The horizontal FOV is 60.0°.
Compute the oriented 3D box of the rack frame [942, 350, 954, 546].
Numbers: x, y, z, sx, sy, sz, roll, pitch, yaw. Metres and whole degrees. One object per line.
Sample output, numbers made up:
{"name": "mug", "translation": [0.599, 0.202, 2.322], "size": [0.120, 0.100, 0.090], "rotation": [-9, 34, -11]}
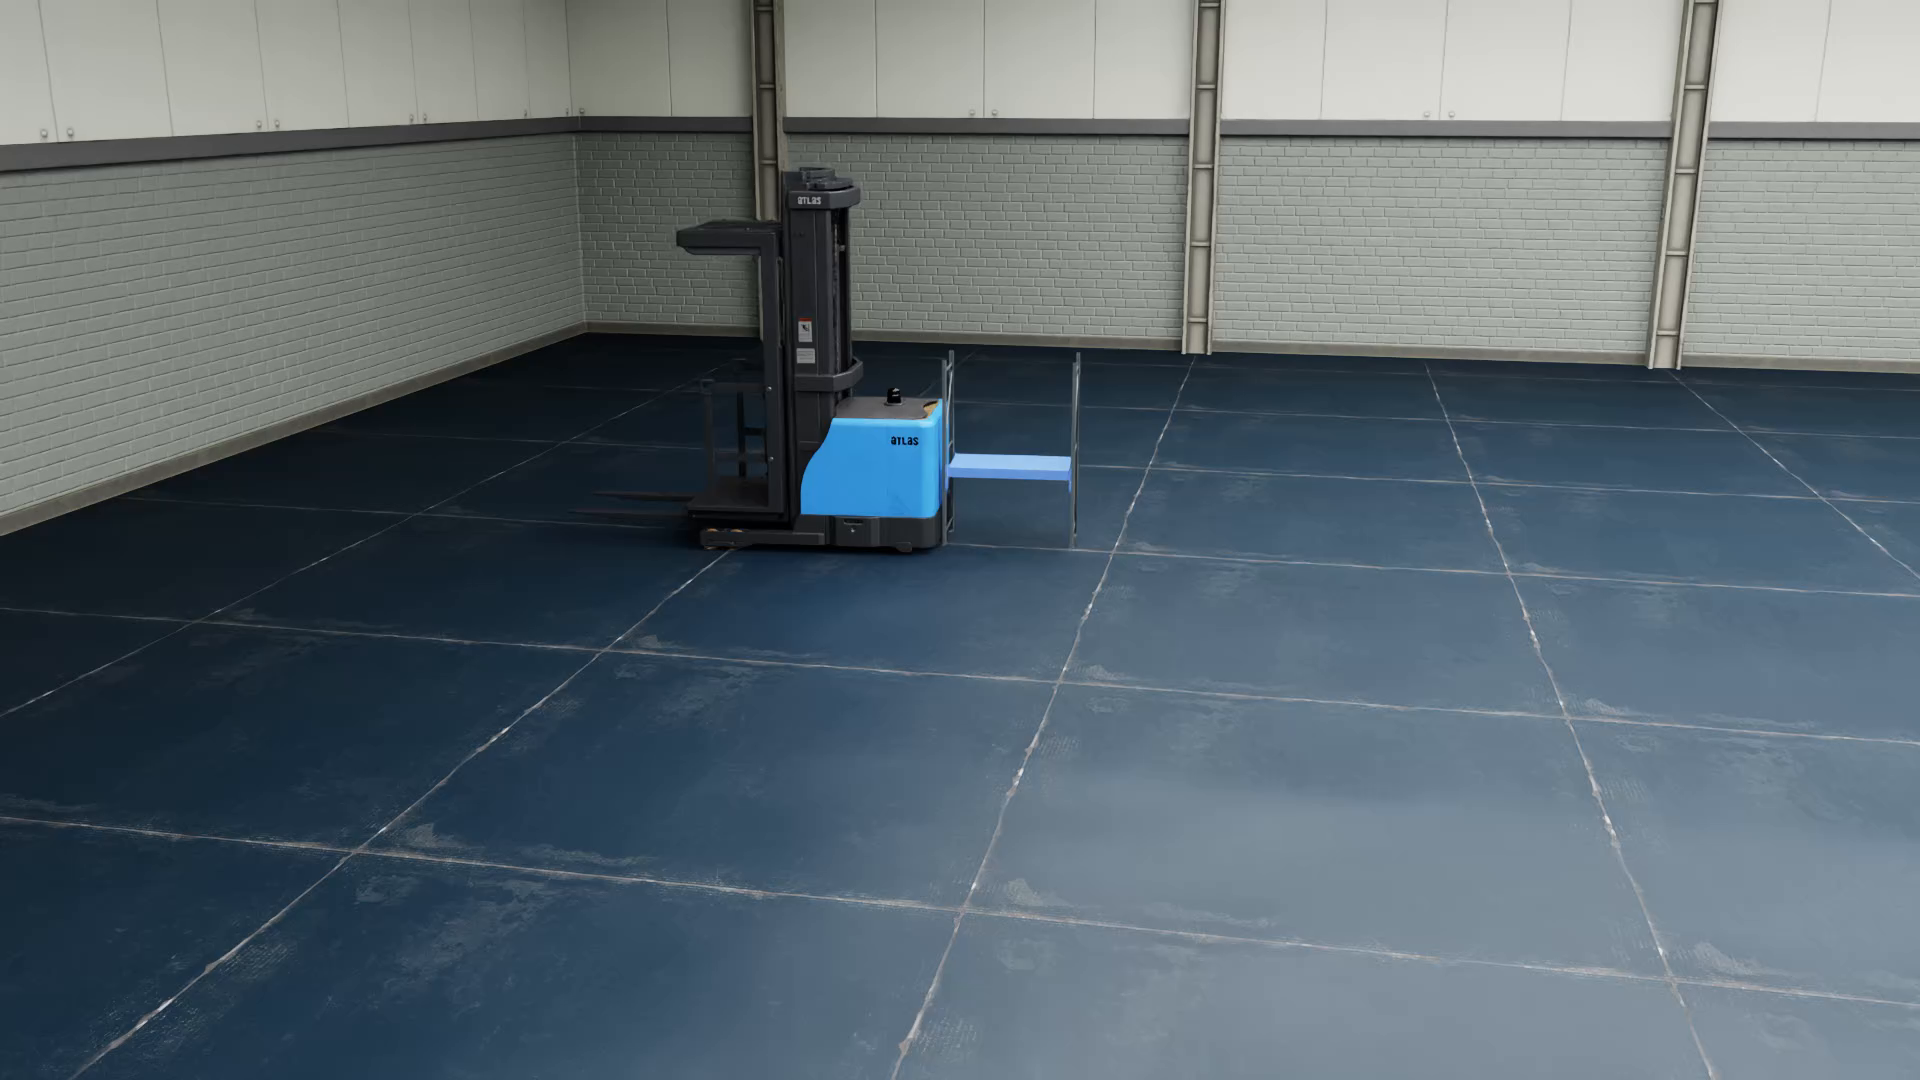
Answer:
{"name": "rack frame", "translation": [-0.096, -0.738, 13.345], "size": [0.032, 1.500, 0.500], "rotation": [2, 16, 7]}

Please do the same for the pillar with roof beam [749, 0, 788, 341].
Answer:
{"name": "pillar with roof beam", "translation": [-3.498, -6.095, 18.638], "size": [0.400, 9.000, 9.100], "rotation": [3, 16, 11]}

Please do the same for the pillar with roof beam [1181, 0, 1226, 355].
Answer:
{"name": "pillar with roof beam", "translation": [2.382, -5.776, 17.486], "size": [0.400, 9.000, 9.100], "rotation": [3, 16, 11]}

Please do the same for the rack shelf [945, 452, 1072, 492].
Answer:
{"name": "rack shelf", "translation": [0.409, -0.548, 13.333], "size": [1.000, 0.185, 0.538], "rotation": [2, 16, 7]}

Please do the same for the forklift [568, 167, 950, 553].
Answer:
{"name": "forklift", "translation": [-1.635, -1.466, 13.296], "size": [3.031, 2.935, 1.130], "rotation": [2, 16, 7]}

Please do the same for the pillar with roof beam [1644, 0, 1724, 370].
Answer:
{"name": "pillar with roof beam", "translation": [8.262, -5.457, 16.334], "size": [0.400, 9.000, 9.100], "rotation": [3, 16, 11]}

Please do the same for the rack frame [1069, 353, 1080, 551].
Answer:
{"name": "rack frame", "translation": [0.913, -0.704, 13.225], "size": [0.032, 1.500, 0.500], "rotation": [2, 16, 7]}

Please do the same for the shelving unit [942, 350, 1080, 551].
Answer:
{"name": "shelving unit", "translation": [0.409, -0.721, 13.285], "size": [1.048, 1.500, 0.538], "rotation": [2, 16, 7]}
